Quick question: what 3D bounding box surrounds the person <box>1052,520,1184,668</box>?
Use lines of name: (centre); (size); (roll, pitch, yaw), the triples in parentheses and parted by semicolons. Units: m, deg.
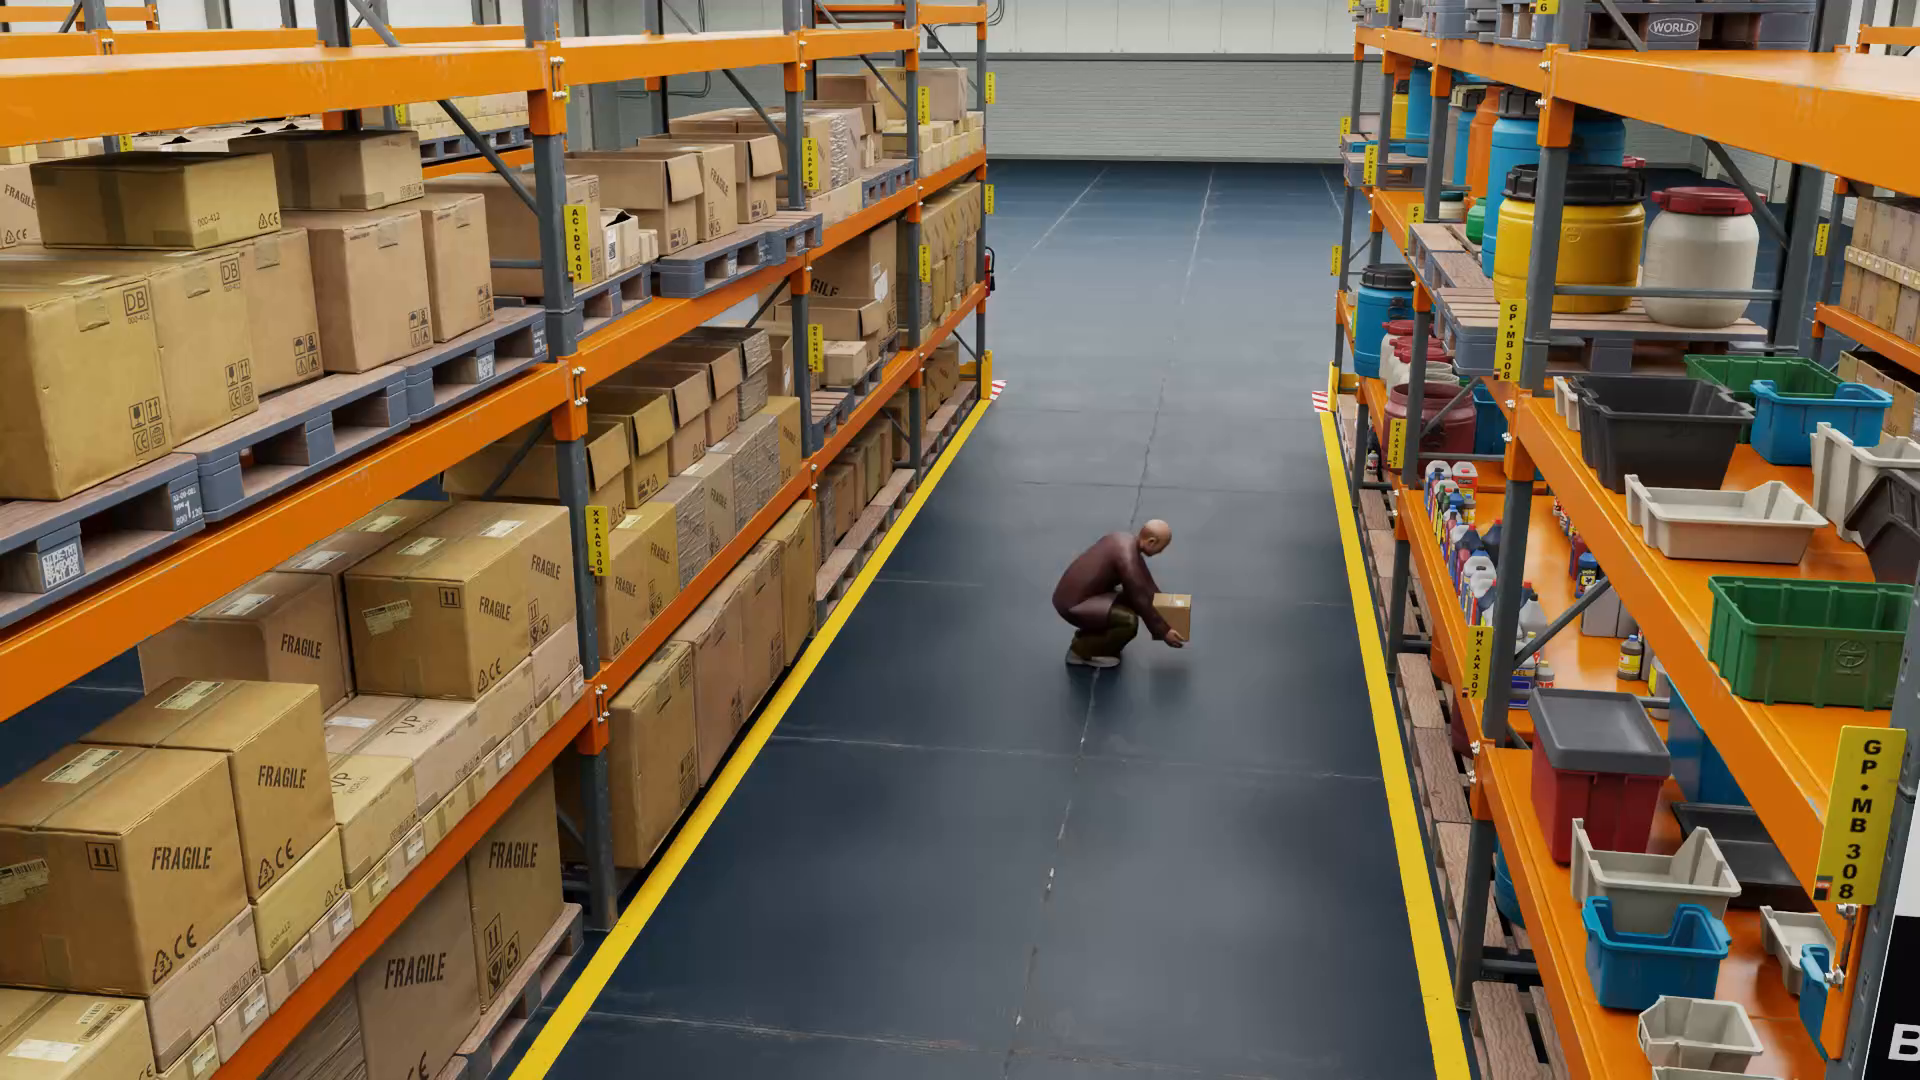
person: (1.081, 0.352, 11.297); (0.906, 0.978, 0.605); (3, 18, 9)
